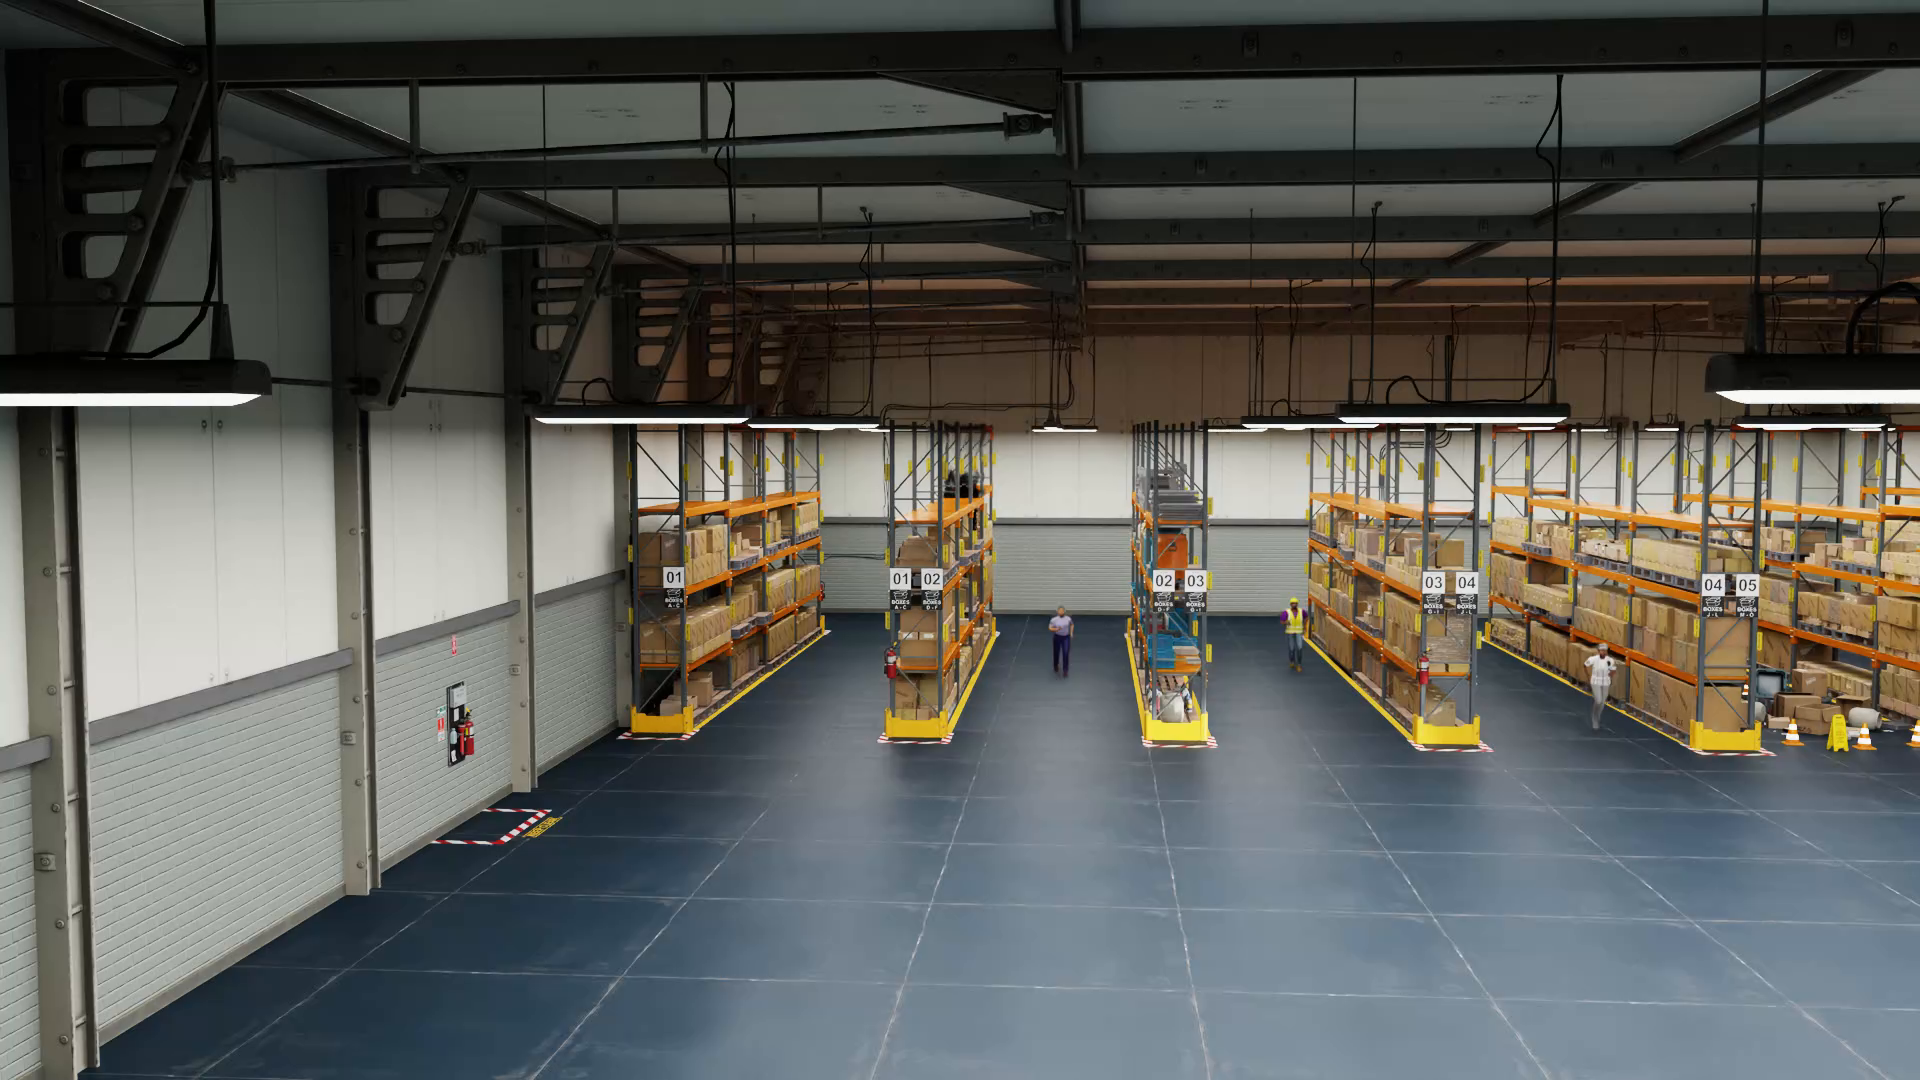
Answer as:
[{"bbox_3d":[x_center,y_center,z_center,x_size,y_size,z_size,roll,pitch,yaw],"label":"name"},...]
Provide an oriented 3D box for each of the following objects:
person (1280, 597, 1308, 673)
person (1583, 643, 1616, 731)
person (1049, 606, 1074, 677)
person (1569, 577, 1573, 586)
[{"bbox_3d":[8.101,2.301,40.295,0.672,1.824,0.762,0,4,7],"label":"person"},{"bbox_3d":[12.466,2.843,32.371,0.559,1.717,0.759,0,4,1],"label":"person"},{"bbox_3d":[2.414,2.384,39.513,0.607,1.632,0.941,0,4,-1],"label":"person"},{"bbox_3d":[17.648,1.851,48.157,0.578,1.645,0.616,-1,4,-14],"label":"person"}]
